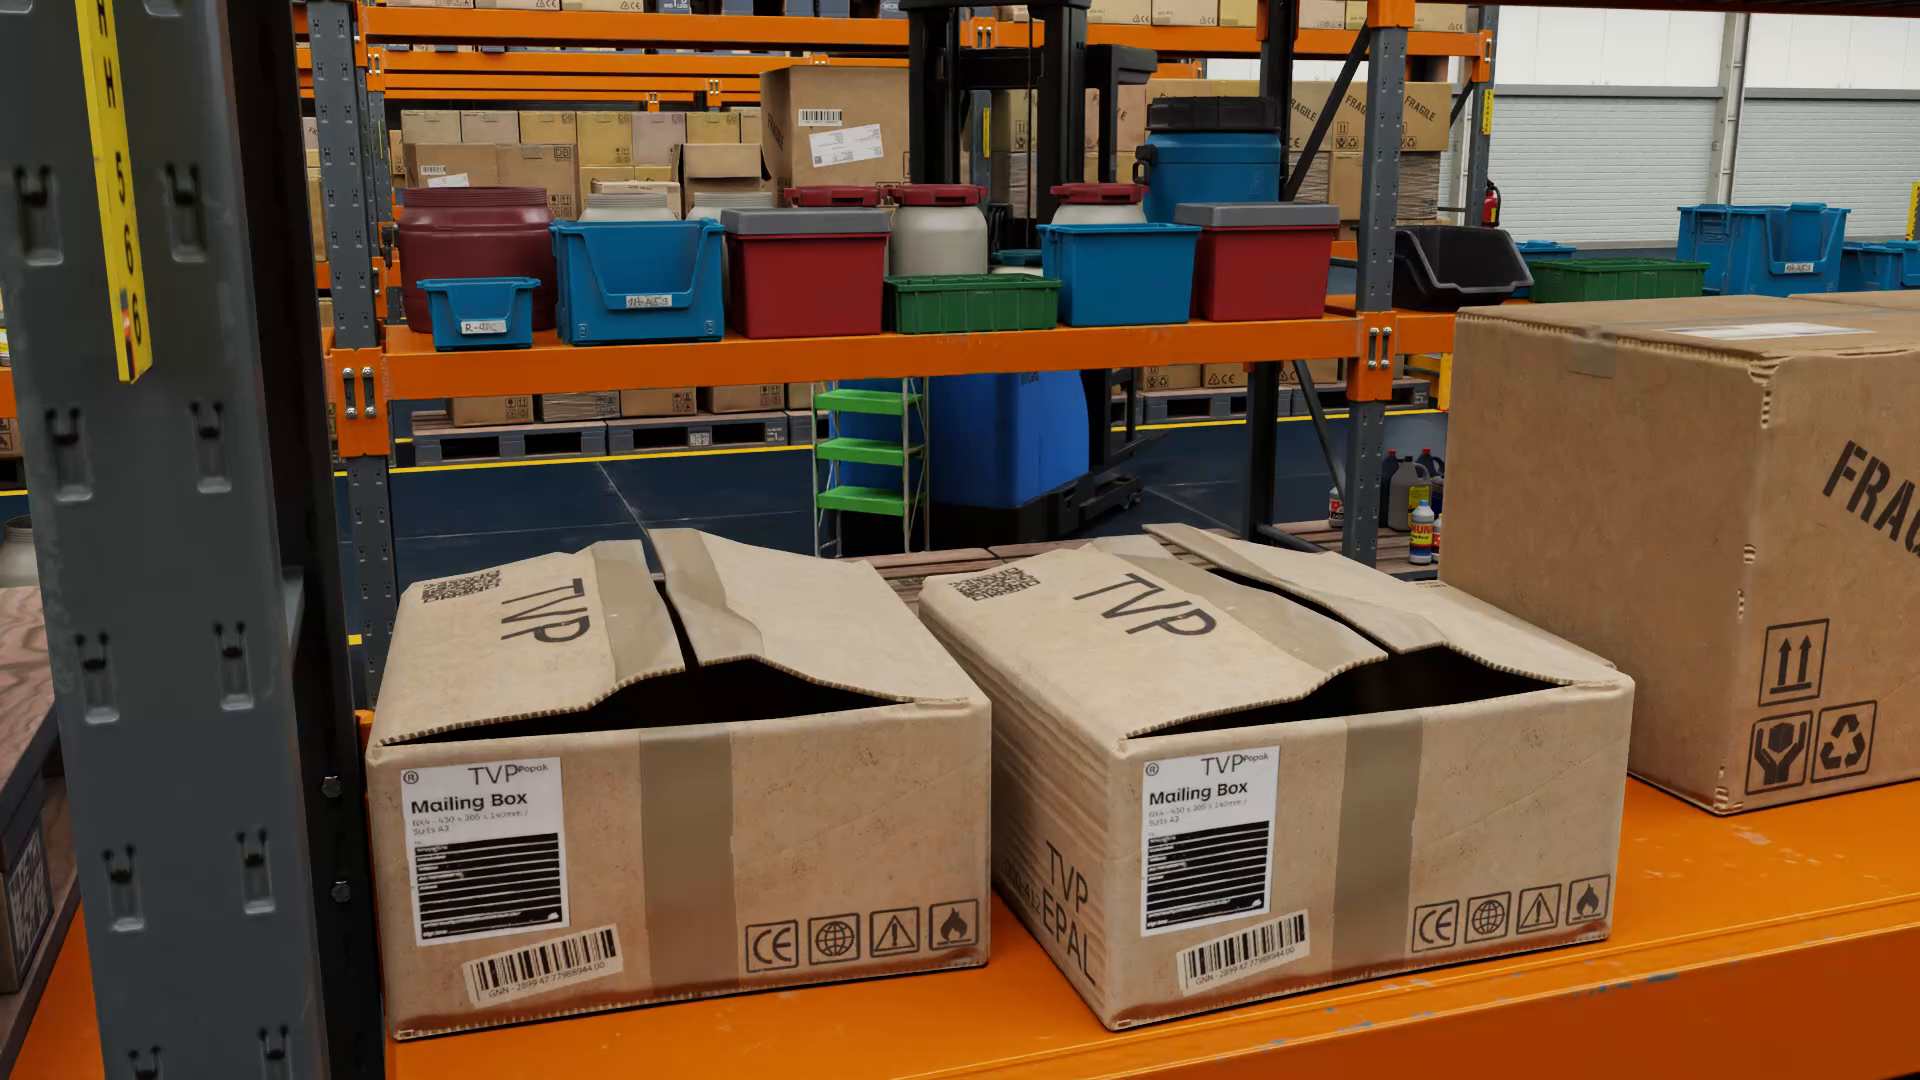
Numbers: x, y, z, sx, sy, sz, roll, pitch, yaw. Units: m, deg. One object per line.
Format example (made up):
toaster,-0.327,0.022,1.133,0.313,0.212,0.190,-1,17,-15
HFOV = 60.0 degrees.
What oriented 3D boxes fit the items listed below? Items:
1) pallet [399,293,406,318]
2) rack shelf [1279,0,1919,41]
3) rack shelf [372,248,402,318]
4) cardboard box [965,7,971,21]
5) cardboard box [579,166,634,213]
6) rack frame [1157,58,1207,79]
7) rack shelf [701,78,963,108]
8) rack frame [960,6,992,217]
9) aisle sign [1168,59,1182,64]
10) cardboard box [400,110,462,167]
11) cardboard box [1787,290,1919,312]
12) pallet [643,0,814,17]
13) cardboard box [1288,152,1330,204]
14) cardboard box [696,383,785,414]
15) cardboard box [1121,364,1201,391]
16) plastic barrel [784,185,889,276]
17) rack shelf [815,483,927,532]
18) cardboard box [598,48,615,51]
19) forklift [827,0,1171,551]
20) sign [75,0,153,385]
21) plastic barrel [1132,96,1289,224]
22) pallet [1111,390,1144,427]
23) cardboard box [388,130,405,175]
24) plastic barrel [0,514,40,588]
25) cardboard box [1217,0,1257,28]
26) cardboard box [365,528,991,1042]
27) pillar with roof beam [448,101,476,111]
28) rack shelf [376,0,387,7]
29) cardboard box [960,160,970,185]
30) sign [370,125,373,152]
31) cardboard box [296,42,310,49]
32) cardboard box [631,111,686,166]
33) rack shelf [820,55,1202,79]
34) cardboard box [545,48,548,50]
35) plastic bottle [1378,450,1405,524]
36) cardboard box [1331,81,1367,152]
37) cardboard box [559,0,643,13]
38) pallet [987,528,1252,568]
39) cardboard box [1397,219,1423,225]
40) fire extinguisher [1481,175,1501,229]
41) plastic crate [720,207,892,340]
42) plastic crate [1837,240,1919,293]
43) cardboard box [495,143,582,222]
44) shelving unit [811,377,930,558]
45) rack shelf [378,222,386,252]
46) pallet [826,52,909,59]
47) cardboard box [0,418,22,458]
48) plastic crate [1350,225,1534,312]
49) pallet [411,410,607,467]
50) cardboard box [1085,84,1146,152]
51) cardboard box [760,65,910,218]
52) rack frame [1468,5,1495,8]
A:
pallet,-6.212,-2.891,20.341,1.213,0.211,1.003,-4,14,-18
rack shelf,3.474,-2.483,7.671,4.000,0.370,1.077,-4,14,-18
rack shelf,-1.897,-1.814,11.344,4.000,0.370,1.077,-4,14,-18
cardboard box,0.347,-3.789,11.933,0.500,0.250,0.500,-4,14,-16
cardboard box,-3.335,-3.246,15.592,0.500,0.500,0.500,-5,14,-19
rack frame,2.304,-3.703,17.727,0.127,3.000,1.000,-4,14,-18
rack shelf,-1.267,-5.742,21.375,4.000,0.370,1.077,-4,14,-18
rack frame,-0.001,-2.312,11.881,0.127,3.000,1.000,-4,14,-18
aisle sign,2.275,-5.038,17.724,0.004,0.787,0.394,-4,14,-18
cardboard box,-4.850,-3.678,15.247,0.500,0.500,0.700,-5,14,-18
cardboard box,1.447,-0.059,2.192,0.500,0.500,0.500,-4,14,-18
pallet,-1.603,-3.581,11.137,1.003,0.211,1.213,-4,14,-18
cardboard box,2.336,-2.675,12.550,0.500,0.500,0.875,-4,14,-18
cardboard box,-1.578,-1.197,11.644,0.500,0.500,0.700,-6,15,-23
cardboard box,1.494,-1.428,12.659,0.500,0.500,0.500,-6,15,-23
plastic barrel,-0.504,-1.183,6.842,0.433,0.535,0.433,0,13,0
rack shelf,-0.426,-0.160,8.029,0.480,0.148,0.258,6,15,24
cardboard box,-4.151,-5.965,20.173,0.500,0.250,0.500,-4,14,-17
forklift,0.410,-1.631,9.165,1.130,2.935,3.031,6,15,24
sign,-0.455,-0.250,0.882,0.005,0.325,0.100,-4,14,-18
plastic barrel,1.115,-1.508,7.415,0.708,0.901,0.600,-4,14,-18
pallet,0.624,-1.013,12.445,1.213,0.211,1.003,-4,14,-18
cardboard box,-6.453,-4.570,19.609,0.500,0.500,0.500,-5,14,-20
plastic barrel,-3.178,0.177,5.887,0.421,0.512,0.421,0,13,0
cardboard box,1.978,-3.791,11.939,0.500,0.250,0.500,-5,14,-19
cardboard box,-0.278,0.182,1.587,0.500,0.311,0.500,-4,14,-15
pillar with roof beam,-6.219,-7.547,20.925,0.400,9.000,9.100,-4,14,-18
rack shelf,-6.644,-7.800,24.409,4.000,0.370,1.077,-4,14,-18
cardboard box,-0.078,-3.570,16.844,0.550,0.550,0.875,-4,14,-18
sign,-6.773,-4.632,19.133,0.005,0.325,0.100,-4,14,-18
cardboard box,-5.739,-4.522,14.474,0.500,0.500,0.500,-4,14,-18
cardboard box,-2.922,-3.829,15.881,0.500,0.500,0.700,-4,14,-18
rack shelf,0.408,-4.664,16.842,4.000,0.370,1.077,-4,14,-18
cardboard box,-6.085,-7.079,24.510,0.500,0.311,0.500,-5,14,-20
plastic bottle,2.097,-0.262,8.035,0.185,0.351,0.144,-5,14,-20
cardboard box,2.875,-3.154,12.401,0.500,0.500,0.500,-4,14,-18
cardboard box,-2.295,-3.460,10.548,0.500,0.250,0.500,-4,14,-17
pallet,0.846,0.197,7.357,1.213,0.211,1.003,-4,14,-18
cardboard box,3.348,-2.400,12.795,0.250,0.149,0.380,-4,14,-18
fire extinguisher,4.045,-2.477,12.742,0.183,0.674,0.296,-4,14,-18
plastic crate,-0.584,-1.014,6.285,0.583,0.464,0.402,-4,14,-18
plastic crate,4.373,-1.299,7.945,0.408,0.251,0.499,-4,14,-18
cardboard box,-2.796,-2.382,11.049,0.500,0.500,0.700,-2,14,-10
shelving unit,-0.427,-0.455,7.956,0.503,1.200,0.258,6,15,24
rack shelf,-7.174,-2.615,14.707,4.000,0.370,1.077,-4,14,-18
pallet,-0.709,-4.882,16.393,1.213,0.211,1.003,-4,14,-18
cardboard box,-6.137,-1.010,10.091,0.875,0.875,1.225,-5,14,-20
plastic crate,2.115,-1.206,7.366,0.504,0.338,0.767,-4,14,-18
pallet,-3.051,-0.718,11.204,1.213,0.211,1.003,-4,14,-18
cardboard box,0.980,-3.007,11.781,0.500,0.500,0.500,-4,14,-18
cardboard box,-0.799,-2.780,11.645,1.000,1.000,1.000,-4,14,-18
rack frame,3.790,-5.526,12.428,0.127,3.000,1.000,-4,14,-18
